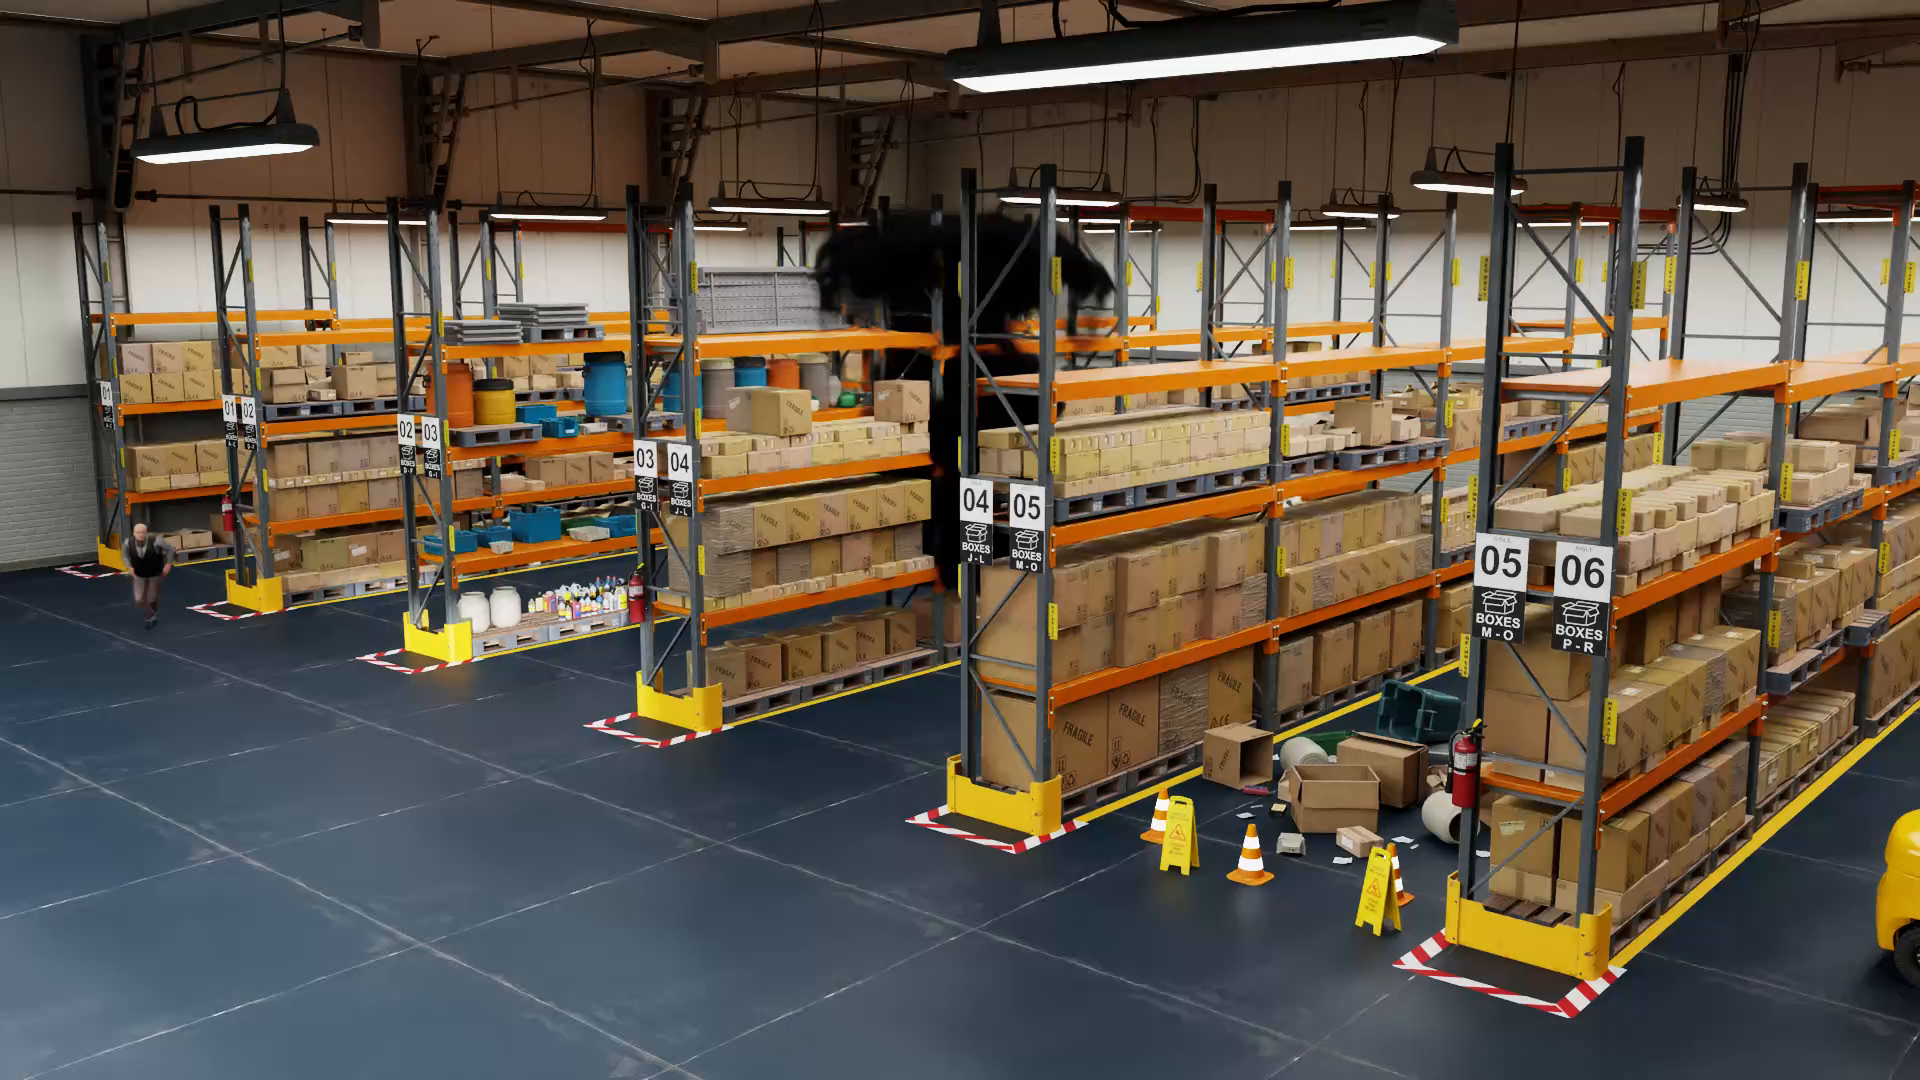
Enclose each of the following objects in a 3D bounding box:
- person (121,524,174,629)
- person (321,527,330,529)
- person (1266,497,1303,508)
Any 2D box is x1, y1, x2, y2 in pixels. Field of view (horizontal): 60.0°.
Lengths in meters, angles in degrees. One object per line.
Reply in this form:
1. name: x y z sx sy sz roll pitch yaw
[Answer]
1. person: -11.533 0.491 23.679 0.671 1.557 0.853 -3 10 -16
2. person: -10.792 -0.380 28.214 0.709 1.856 0.839 5 11 29
3. person: 4.895 -0.090 25.274 0.602 1.703 0.898 8 12 39
